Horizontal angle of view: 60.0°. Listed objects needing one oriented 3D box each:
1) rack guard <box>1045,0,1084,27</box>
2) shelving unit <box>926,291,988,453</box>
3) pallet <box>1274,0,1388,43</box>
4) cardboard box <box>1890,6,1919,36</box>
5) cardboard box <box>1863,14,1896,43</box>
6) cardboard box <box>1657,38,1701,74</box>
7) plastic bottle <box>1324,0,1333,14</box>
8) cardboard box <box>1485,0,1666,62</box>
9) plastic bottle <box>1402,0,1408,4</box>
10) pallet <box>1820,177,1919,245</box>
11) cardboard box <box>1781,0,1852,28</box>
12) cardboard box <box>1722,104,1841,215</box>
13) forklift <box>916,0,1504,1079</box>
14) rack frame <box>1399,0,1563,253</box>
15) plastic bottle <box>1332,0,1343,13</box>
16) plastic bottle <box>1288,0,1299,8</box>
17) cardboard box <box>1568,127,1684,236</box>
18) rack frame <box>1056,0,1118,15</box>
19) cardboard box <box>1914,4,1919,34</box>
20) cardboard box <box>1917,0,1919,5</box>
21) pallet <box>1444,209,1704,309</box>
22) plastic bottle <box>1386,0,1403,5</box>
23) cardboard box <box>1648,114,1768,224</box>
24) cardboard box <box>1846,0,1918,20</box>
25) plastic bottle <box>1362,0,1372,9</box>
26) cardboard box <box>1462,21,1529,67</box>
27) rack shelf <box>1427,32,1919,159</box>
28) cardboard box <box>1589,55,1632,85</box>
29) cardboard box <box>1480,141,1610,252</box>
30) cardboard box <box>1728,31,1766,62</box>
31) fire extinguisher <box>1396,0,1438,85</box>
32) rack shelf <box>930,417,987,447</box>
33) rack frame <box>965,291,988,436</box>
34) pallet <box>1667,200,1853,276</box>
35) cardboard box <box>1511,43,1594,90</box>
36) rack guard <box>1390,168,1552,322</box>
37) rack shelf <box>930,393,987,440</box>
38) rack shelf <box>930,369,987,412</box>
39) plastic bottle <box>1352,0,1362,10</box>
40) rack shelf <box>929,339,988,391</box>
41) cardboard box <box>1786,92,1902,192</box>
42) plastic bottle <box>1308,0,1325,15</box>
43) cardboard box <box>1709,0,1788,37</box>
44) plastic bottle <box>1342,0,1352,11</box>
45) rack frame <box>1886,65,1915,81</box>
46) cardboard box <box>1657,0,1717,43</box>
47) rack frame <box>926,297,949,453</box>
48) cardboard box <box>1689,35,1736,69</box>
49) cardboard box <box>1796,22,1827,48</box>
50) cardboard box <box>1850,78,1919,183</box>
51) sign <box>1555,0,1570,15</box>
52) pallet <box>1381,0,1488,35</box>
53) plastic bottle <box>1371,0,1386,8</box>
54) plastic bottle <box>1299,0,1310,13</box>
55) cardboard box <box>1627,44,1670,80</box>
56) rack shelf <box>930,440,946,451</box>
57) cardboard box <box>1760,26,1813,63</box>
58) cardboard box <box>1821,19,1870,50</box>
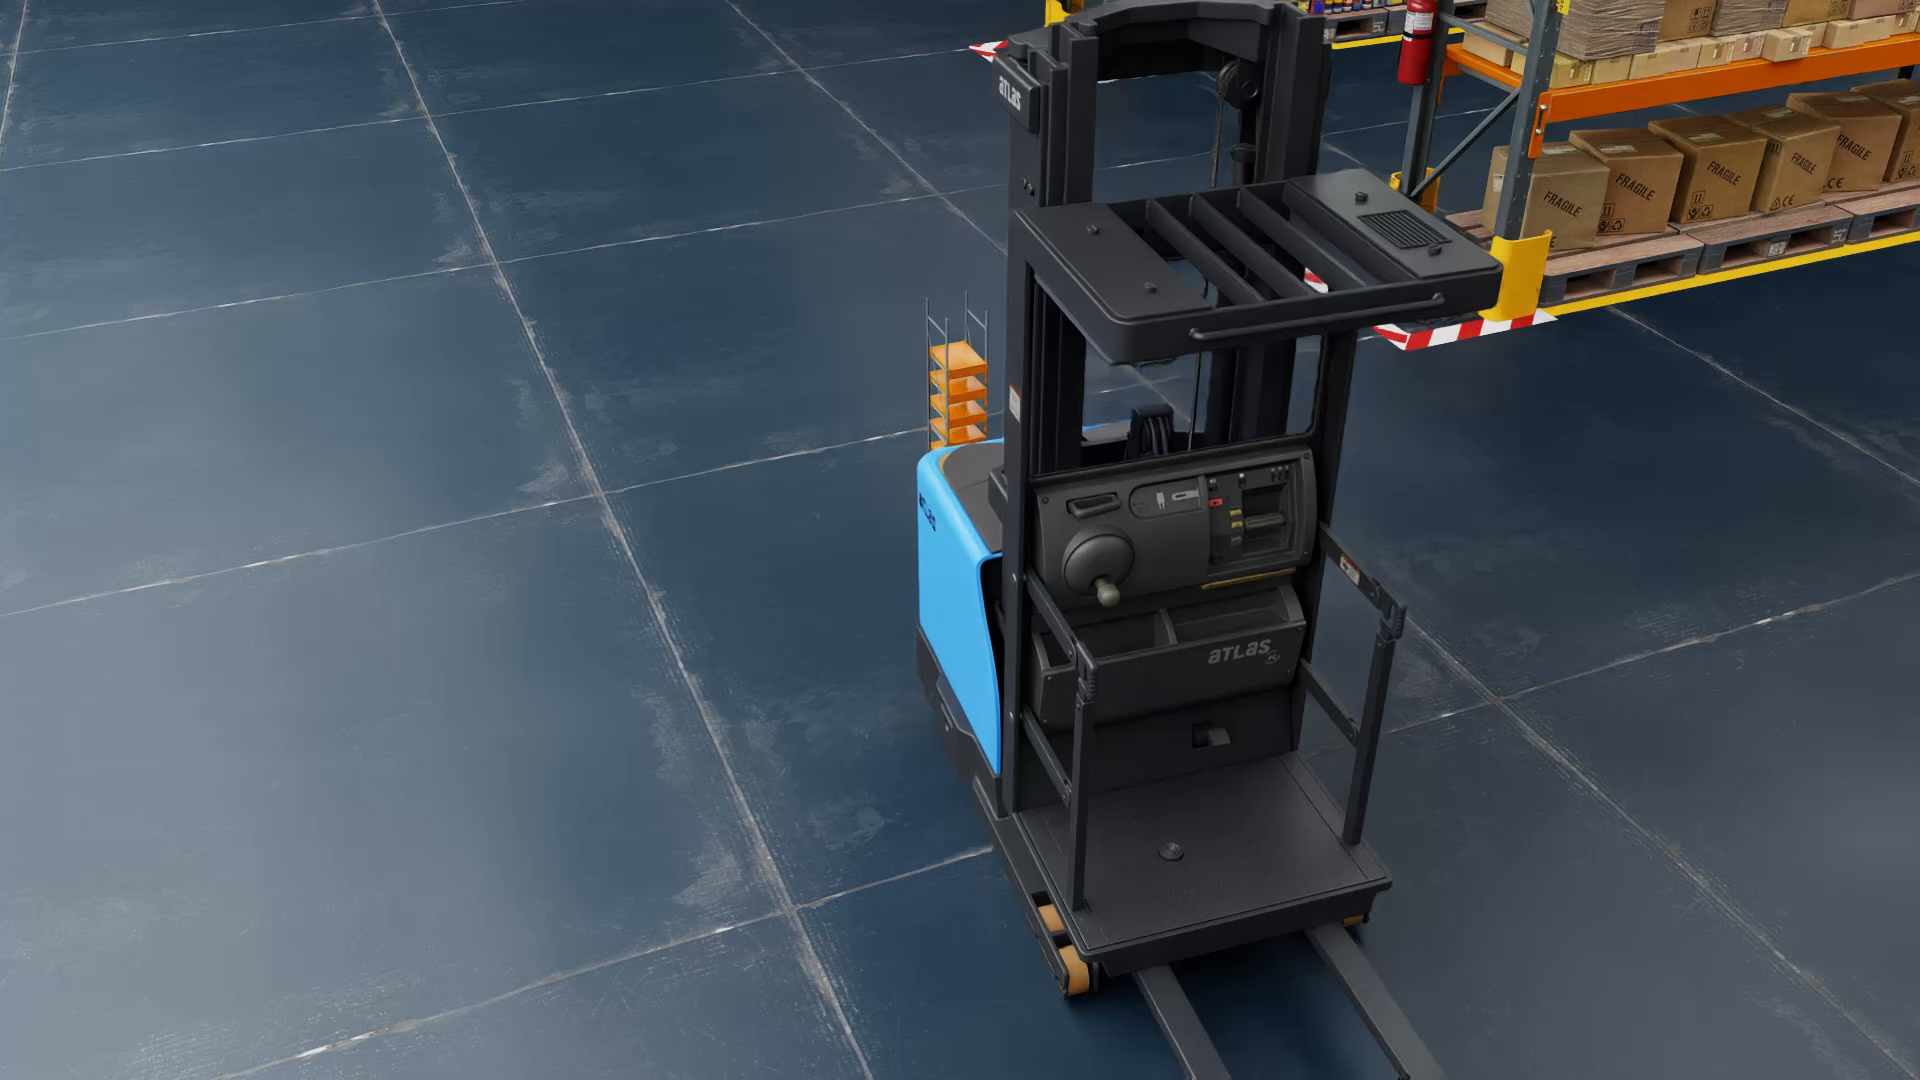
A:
[{"bbox_3d":[1.100,-4.316,13.926,0.348,0.500,1.175,-13,35,-19],"label":"rack guard"},{"bbox_3d":[-0.013,-0.500,7.418,0.189,1.200,0.258,-13,35,-19],"label":"shelving unit"},{"bbox_3d":[2.975,-4.620,14.656,1.213,0.211,1.003,-13,35,-19],"label":"pallet"},{"bbox_3d":[5.613,-3.214,10.170,0.250,0.149,0.380,-13,35,-19],"label":"cardboard box"},{"bbox_3d":[5.398,-3.141,10.057,0.250,0.149,0.380,-13,35,-19],"label":"cardboard box"},{"bbox_3d":[4.018,-2.820,9.565,0.250,0.149,0.380,-13,35,-19],"label":"cardboard box"},{"bbox_3d":[3.157,-4.664,14.266,0.097,0.271,0.097,0,33,0],"label":"plastic bottle"},{"bbox_3d":[3.484,-3.103,9.404,0.500,0.500,0.875,-13,35,-19],"label":"cardboard box"},{"bbox_3d":[3.943,-4.838,14.523,0.133,0.283,0.061,-11,35,-16],"label":"plastic bottle"},{"bbox_3d":[6.049,-2.350,11.168,1.213,0.211,1.003,-13,35,-19],"label":"pallet"},{"bbox_3d":[4.842,-3.452,9.941,0.500,0.500,0.875,-13,35,-19],"label":"cardboard box"},{"bbox_3d":[5.203,-2.447,10.667,0.500,0.500,0.500,-16,36,-23],"label":"cardboard box"},{"bbox_3d":[0.754,0.017,5.036,1.130,2.935,3.031,-10,34,-15],"label":"forklift"},{"bbox_3d":[2.966,-2.834,9.355,0.127,3.000,1.000,-13,35,-19],"label":"rack frame"},{"bbox_3d":[3.249,-4.685,14.298,0.097,0.271,0.097,0,33,0],"label":"plastic bottle"},{"bbox_3d":[2.841,-4.591,14.154,0.097,0.271,0.097,0,33,0],"label":"plastic bottle"},{"bbox_3d":[4.086,-2.229,10.332,0.500,0.500,0.500,-4,33,-6],"label":"cardboard box"},{"bbox_3d":[1.049,-5.325,13.183,0.127,3.000,1.000,-13,35,-19],"label":"rack frame"},{"bbox_3d":[5.894,-3.200,10.149,0.250,0.149,0.380,-13,35,-19],"label":"cardboard box"},{"bbox_3d":[5.741,-3.693,10.311,0.500,0.500,0.875,-13,35,-19],"label":"cardboard box"},{"bbox_3d":[3.799,-1.835,10.376,1.213,0.211,1.003,-13,35,-19],"label":"pallet"},{"bbox_3d":[3.780,-4.853,14.484,0.185,0.351,0.144,-13,35,-19],"label":"plastic bottle"},{"bbox_3d":[4.671,-2.352,10.521,0.500,0.500,0.500,-10,34,-14],"label":"cardboard box"},{"bbox_3d":[5.319,-3.537,10.071,0.500,0.500,0.875,-13,35,-19],"label":"cardboard box"},{"bbox_3d":[3.530,-4.720,14.416,0.097,0.201,0.097,0,33,0],"label":"plastic bottle"},{"bbox_3d":[3.149,-2.893,9.676,0.250,0.149,0.380,-13,35,-19],"label":"cardboard box"},{"bbox_3d":[4.810,-2.955,10.200,4.000,0.370,1.077,-13,35,-19],"label":"rack shelf"},{"bbox_3d":[3.559,-2.712,9.398,0.250,0.149,0.380,-13,35,-19],"label":"cardboard box"},{"bbox_3d":[3.548,-2.086,10.112,0.500,0.500,0.500,-7,34,-10],"label":"cardboard box"},{"bbox_3d":[4.471,-2.936,9.743,0.250,0.149,0.380,-13,35,-19],"label":"cardboard box"},{"bbox_3d":[2.682,-3.009,9.695,0.183,0.674,0.296,-13,35,-19],"label":"fire extinguisher"},{"bbox_3d":[-0.013,-0.463,7.442,0.180,0.103,0.258,-13,35,-19],"label":"rack shelf"},{"bbox_3d":[0.071,-0.519,7.448,0.006,1.200,0.240,-13,35,-19],"label":"rack frame"},{"bbox_3d":[4.922,-2.090,10.769,1.213,0.211,1.003,-13,35,-19],"label":"pallet"},{"bbox_3d":[3.321,-2.669,9.332,0.250,0.149,0.380,-13,35,-19],"label":"cardboard box"},{"bbox_3d":[3.036,-1.802,10.061,0.348,0.500,1.175,-13,35,-19],"label":"rack guard"},{"bbox_3d":[-0.013,-0.563,7.377,0.180,0.103,0.258,-13,35,-19],"label":"rack shelf"},{"bbox_3d":[-0.013,-0.664,7.311,0.180,0.103,0.258,-13,35,-19],"label":"rack shelf"},{"bbox_3d":[3.436,-4.728,14.364,0.097,0.271,0.097,0,33,0],"label":"plastic bottle"},{"bbox_3d":[-0.013,-0.764,7.246,0.180,0.103,0.258,-13,35,-19],"label":"rack shelf"},{"bbox_3d":[5.745,-2.618,10.930,0.500,0.500,0.500,-2,33,-4],"label":"cardboard box"},{"bbox_3d":[3.057,-4.635,14.210,0.133,0.283,0.061,-12,35,-18],"label":"plastic bottle"},{"bbox_3d":[4.376,-3.353,9.788,0.500,0.500,0.875,-13,35,-19],"label":"cardboard box"},{"bbox_3d":[3.340,-4.676,14.349,0.097,0.201,0.097,0,33,0],"label":"plastic bottle"},{"bbox_3d":[6.654,-3.678,10.653,0.127,3.000,1.000,-13,35,-19],"label":"rack frame"},{"bbox_3d":[3.898,-3.269,9.659,0.500,0.500,0.875,-13,35,-19],"label":"cardboard box"},{"bbox_3d":[-0.098,-0.481,7.388,0.006,1.200,0.240,-13,35,-19],"label":"rack frame"},{"bbox_3d":[4.251,-2.870,9.640,0.250,0.149,0.380,-13,35,-19],"label":"cardboard box"},{"bbox_3d":[4.921,-3.056,9.927,0.250,0.149,0.380,-13,35,-19],"label":"cardboard box"},{"bbox_3d":[6.270,-2.742,11.121,0.500,0.500,0.500,-14,36,-20],"label":"cardboard box"},{"bbox_3d":[3.176,-2.924,8.700,0.005,0.325,0.100,-13,35,-19],"label":"sign"},{"bbox_3d":[4.101,-4.879,15.056,1.213,0.211,1.003,-13,35,-19],"label":"pallet"},{"bbox_3d":[3.628,-4.790,14.455,0.135,0.276,0.152,-12,35,-18],"label":"plastic bottle"},{"bbox_3d":[2.936,-4.584,14.207,0.097,0.201,0.097,0,33,0],"label":"plastic bottle"},{"bbox_3d":[3.795,-2.757,9.468,0.250,0.149,0.380,-13,35,-19],"label":"cardboard box"},{"bbox_3d":[-0.013,-0.362,7.508,0.180,0.103,0.258,-13,35,-19],"label":"rack shelf"},{"bbox_3d":[4.742,-2.937,9.744,0.250,0.149,0.380,-13,35,-19],"label":"cardboard box"},{"bbox_3d":[5.181,-3.071,9.949,0.250,0.149,0.380,-13,35,-19],"label":"cardboard box"}]
